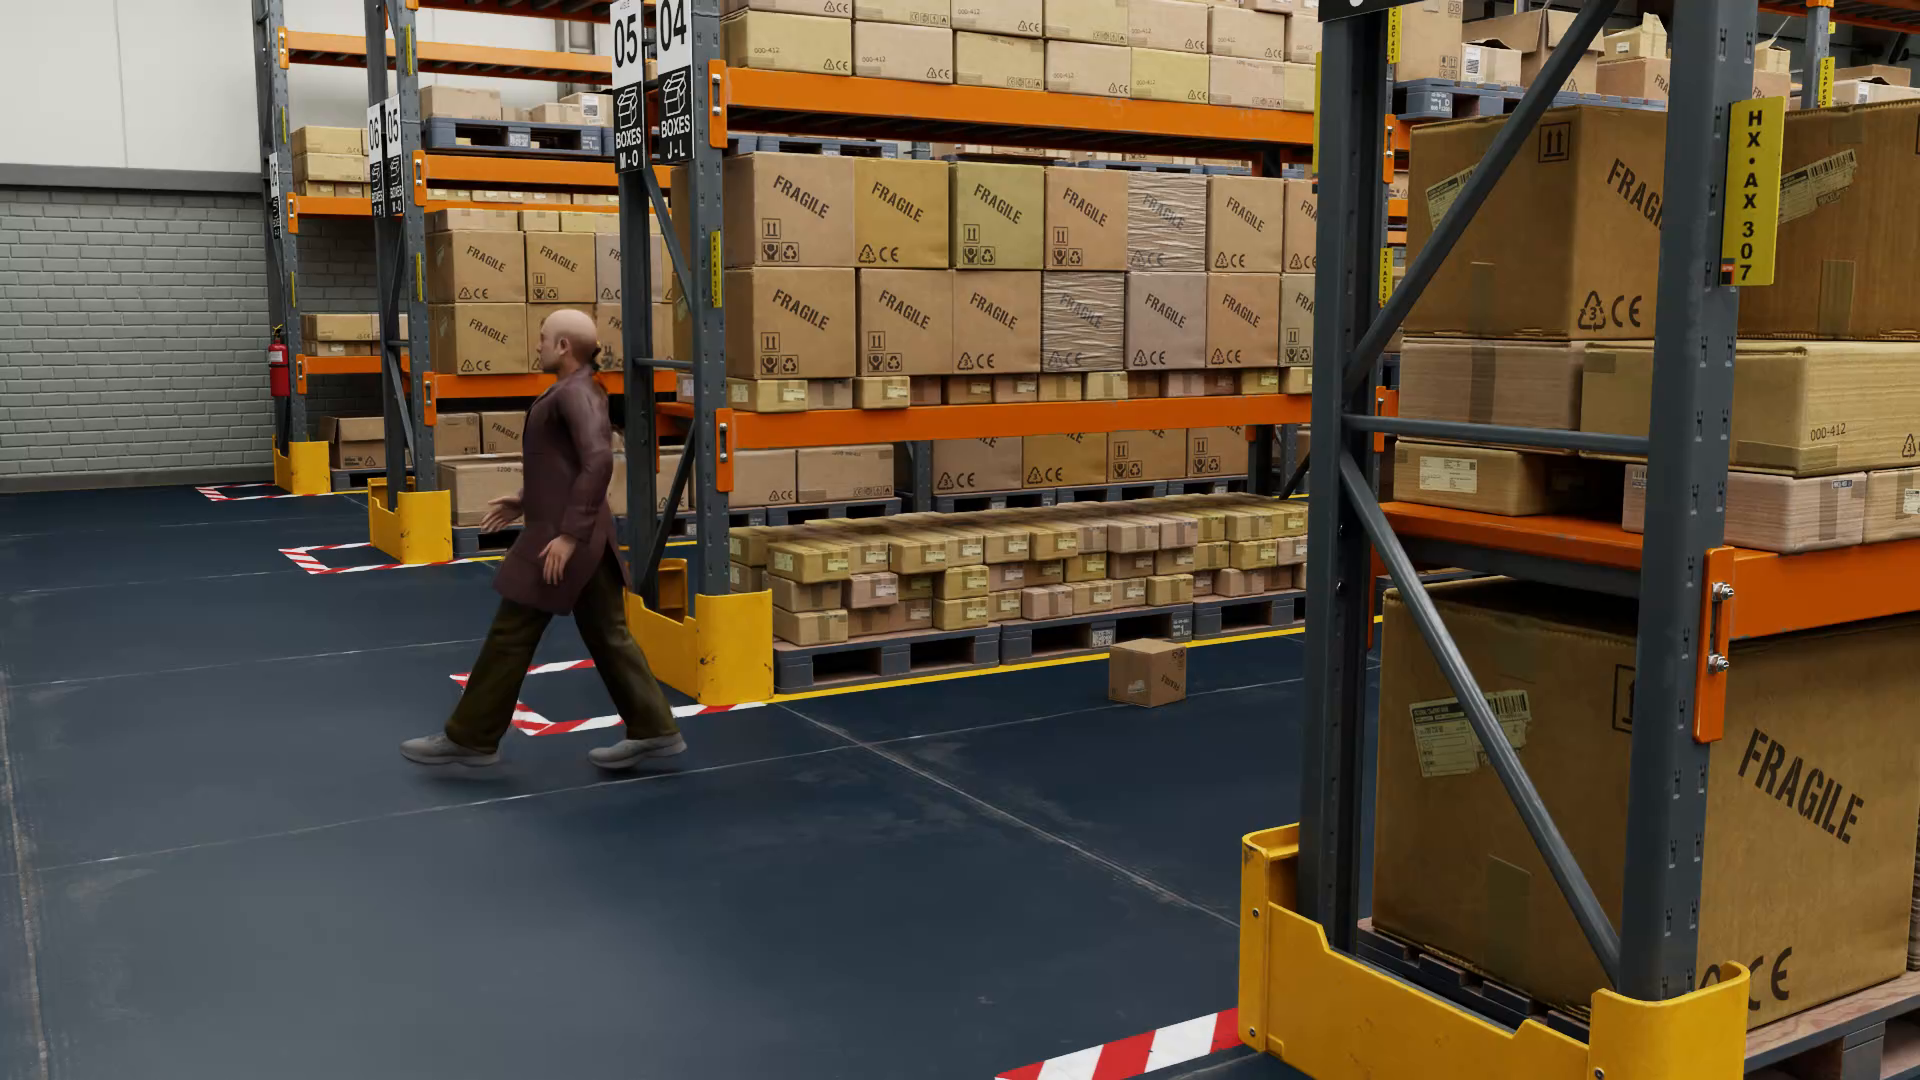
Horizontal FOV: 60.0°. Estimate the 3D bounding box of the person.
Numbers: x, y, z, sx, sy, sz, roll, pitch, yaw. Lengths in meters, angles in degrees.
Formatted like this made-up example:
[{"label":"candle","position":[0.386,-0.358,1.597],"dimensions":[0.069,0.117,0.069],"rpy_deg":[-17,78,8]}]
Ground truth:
[{"label":"person","position":[-1.587,0.007,6.292],"dimensions":[1.064,1.744,0.707],"rpy_deg":[0,8,3]}]
